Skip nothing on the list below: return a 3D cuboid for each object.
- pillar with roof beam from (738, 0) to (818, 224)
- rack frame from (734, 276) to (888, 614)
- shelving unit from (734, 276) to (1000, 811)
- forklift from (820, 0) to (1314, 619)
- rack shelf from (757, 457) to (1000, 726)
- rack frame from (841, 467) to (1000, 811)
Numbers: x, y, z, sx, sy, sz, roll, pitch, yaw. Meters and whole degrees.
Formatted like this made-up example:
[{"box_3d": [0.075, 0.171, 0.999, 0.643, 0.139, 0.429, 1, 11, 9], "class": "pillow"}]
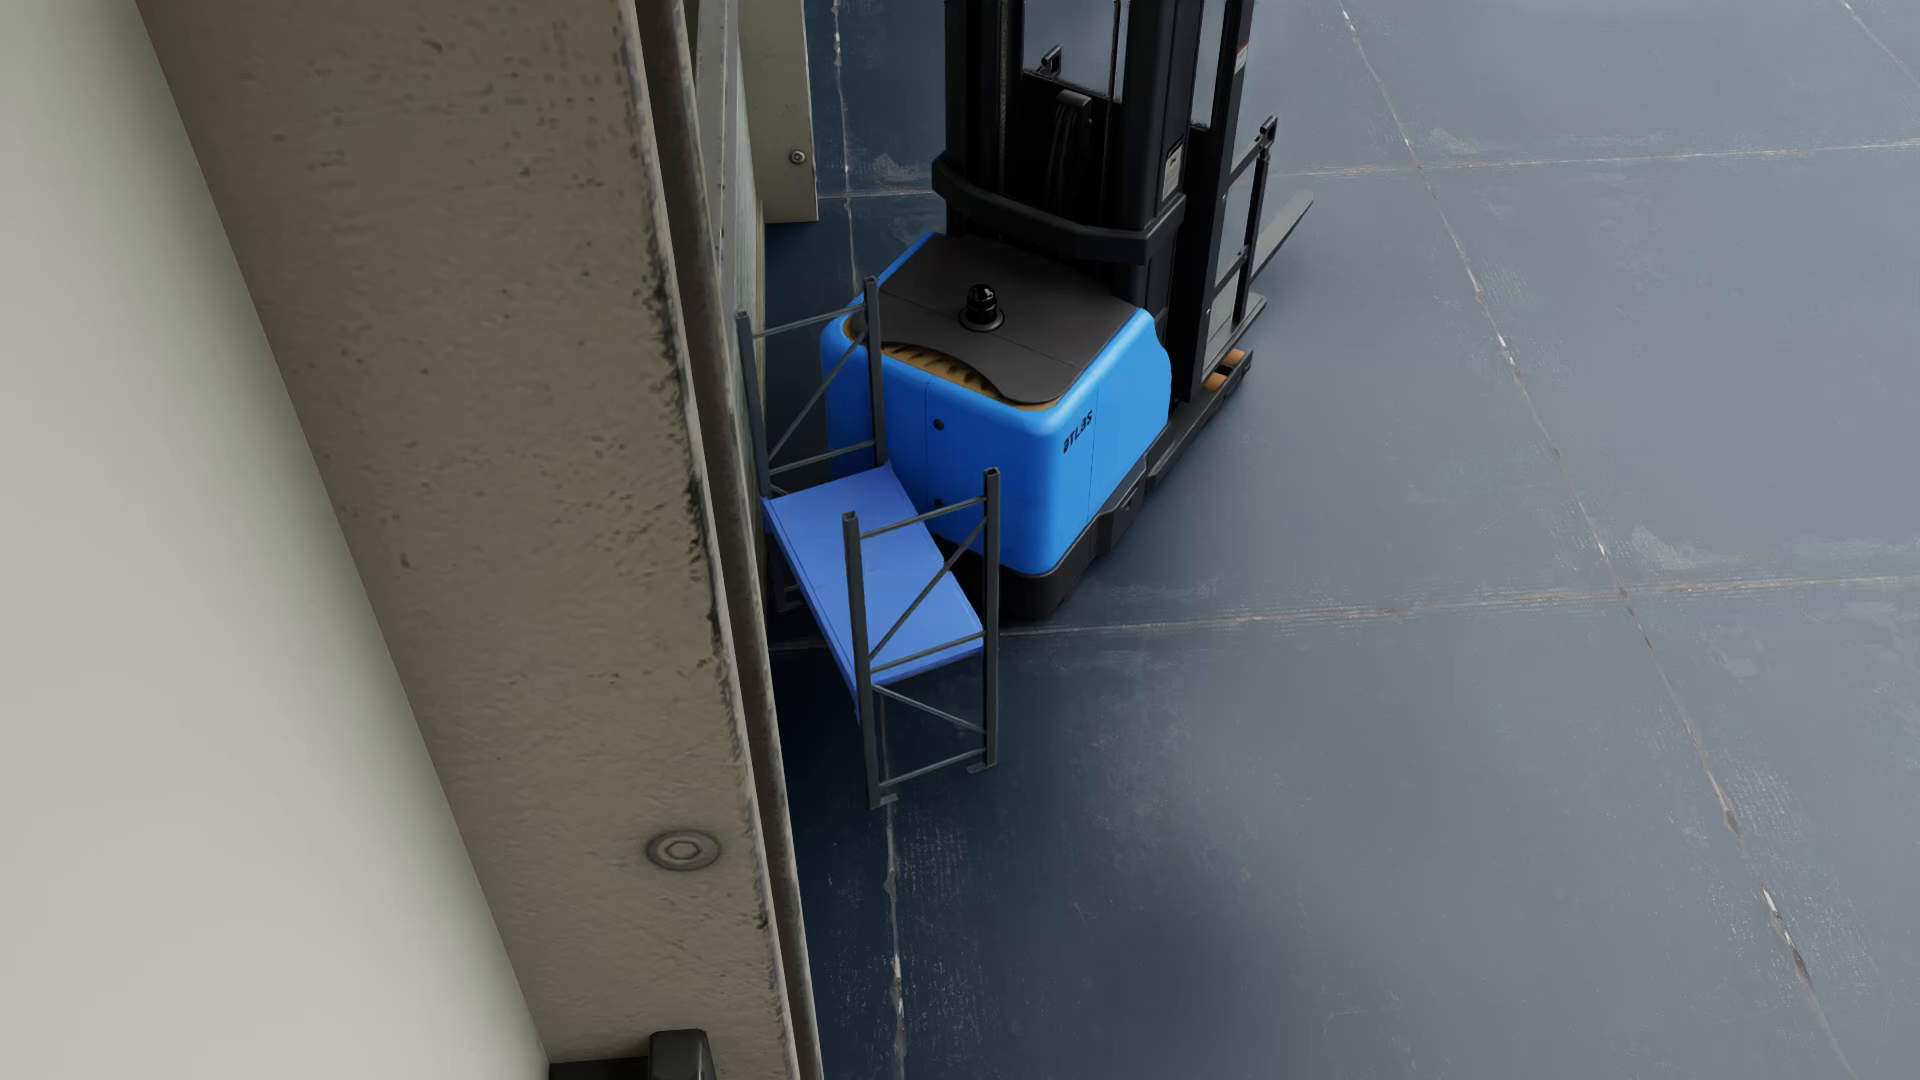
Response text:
[{"box_3d": [3.402, -5.106, 5.525, 9.100, 9.000, 0.400, -3, 47, -3], "class": "pillar with roof beam"}, {"box_3d": [-0.509, -0.304, 6.137, 0.500, 1.500, 0.032, -18, 49, -15], "class": "rack frame"}, {"box_3d": [-0.308, 0.035, 5.816, 0.538, 1.500, 1.048, -18, 49, -15], "class": "shelving unit"}, {"box_3d": [0.666, -1.756, 6.531, 1.130, 2.935, 3.031, 24, 51, 21], "class": "forklift"}, {"box_3d": [-0.306, 0.159, 5.947, 0.538, 0.185, 1.000, -18, 49, -15], "class": "rack shelf"}, {"box_3d": [-0.107, 0.374, 5.495, 0.500, 1.500, 0.032, -18, 49, -15], "class": "rack frame"}]
